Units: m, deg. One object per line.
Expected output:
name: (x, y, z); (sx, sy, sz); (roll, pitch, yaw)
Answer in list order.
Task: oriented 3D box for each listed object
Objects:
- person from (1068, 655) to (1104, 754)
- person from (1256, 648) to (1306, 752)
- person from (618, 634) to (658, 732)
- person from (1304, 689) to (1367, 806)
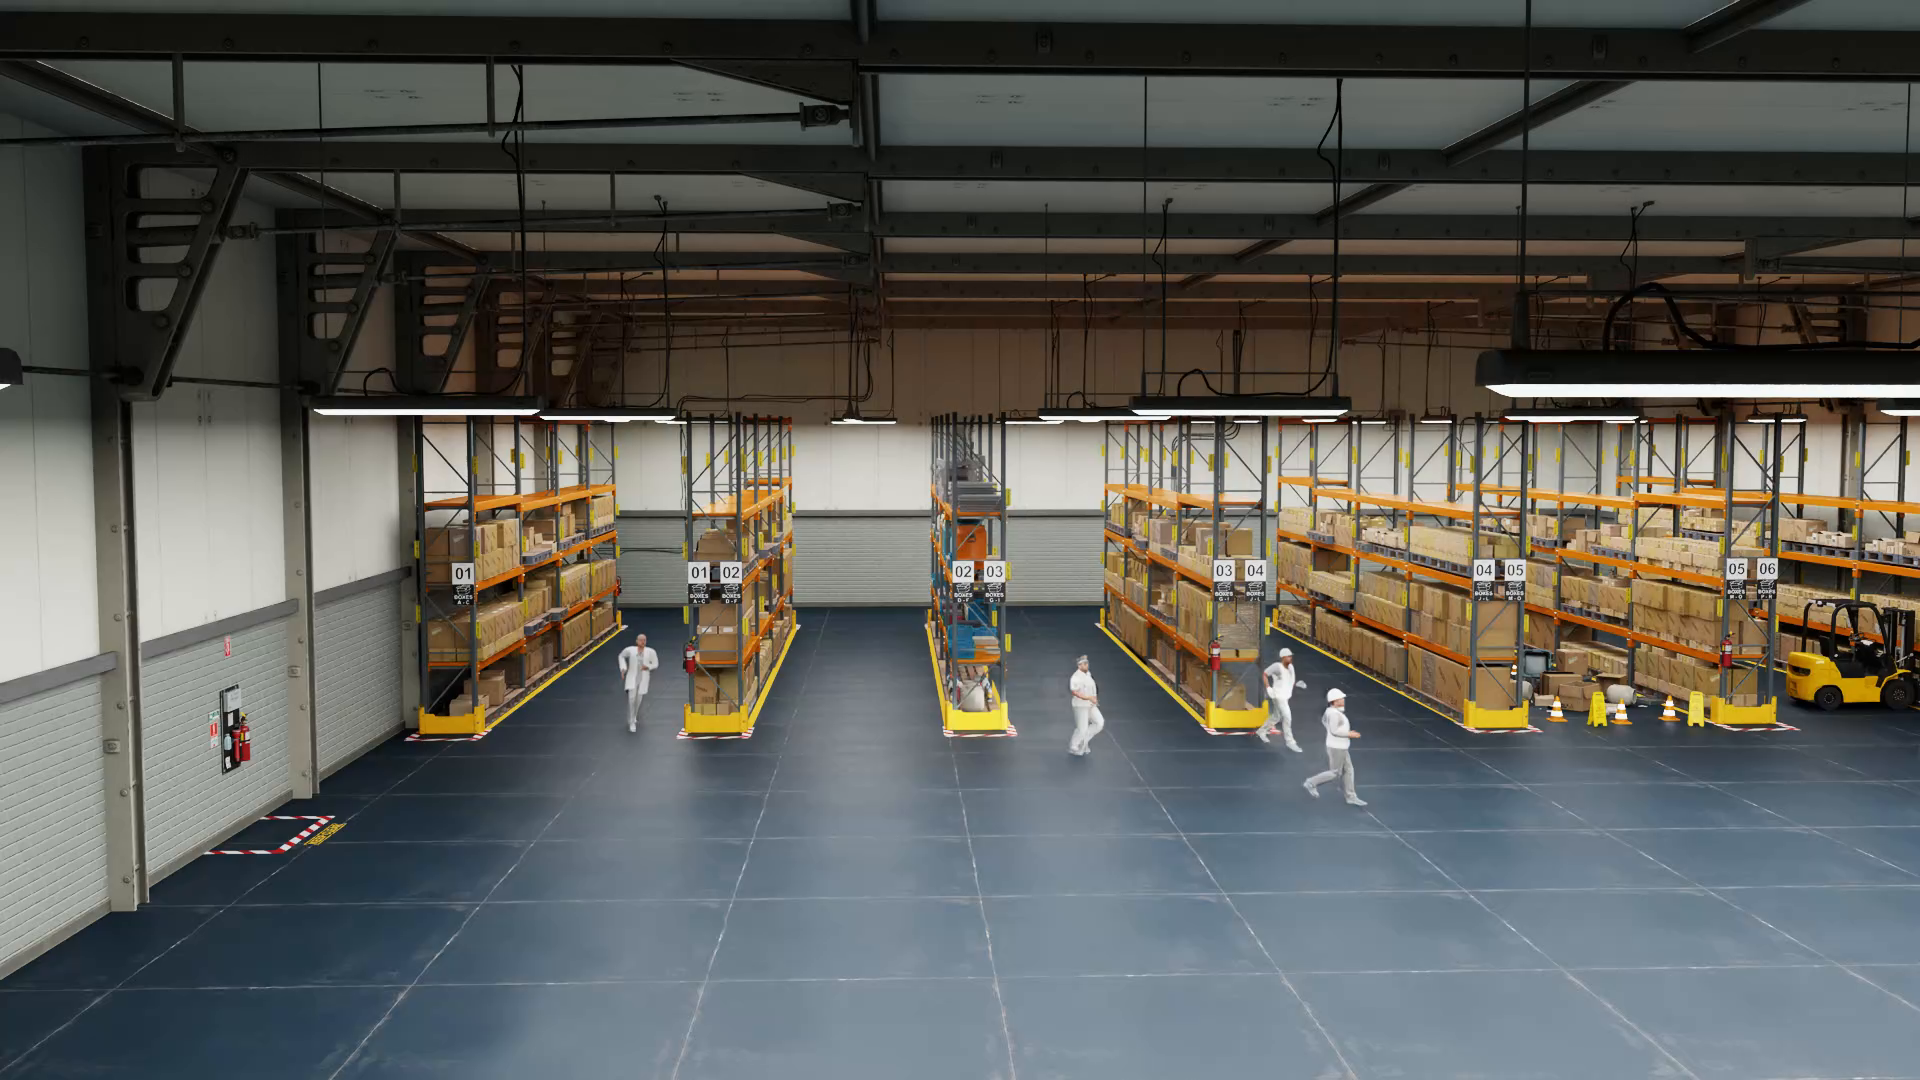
person: (2.186, 2.877, 28.991); (0.629, 1.755, 0.665); (3, 5, 36)
person: (5.696, 2.817, 29.632); (0.974, 1.800, 0.626); (3, 5, 38)
person: (-6.109, 2.701, 31.667); (0.715, 1.820, 0.920); (-1, 4, -20)
person: (5.676, 3.125, 25.100); (0.936, 1.769, 0.661); (1, 4, 16)
